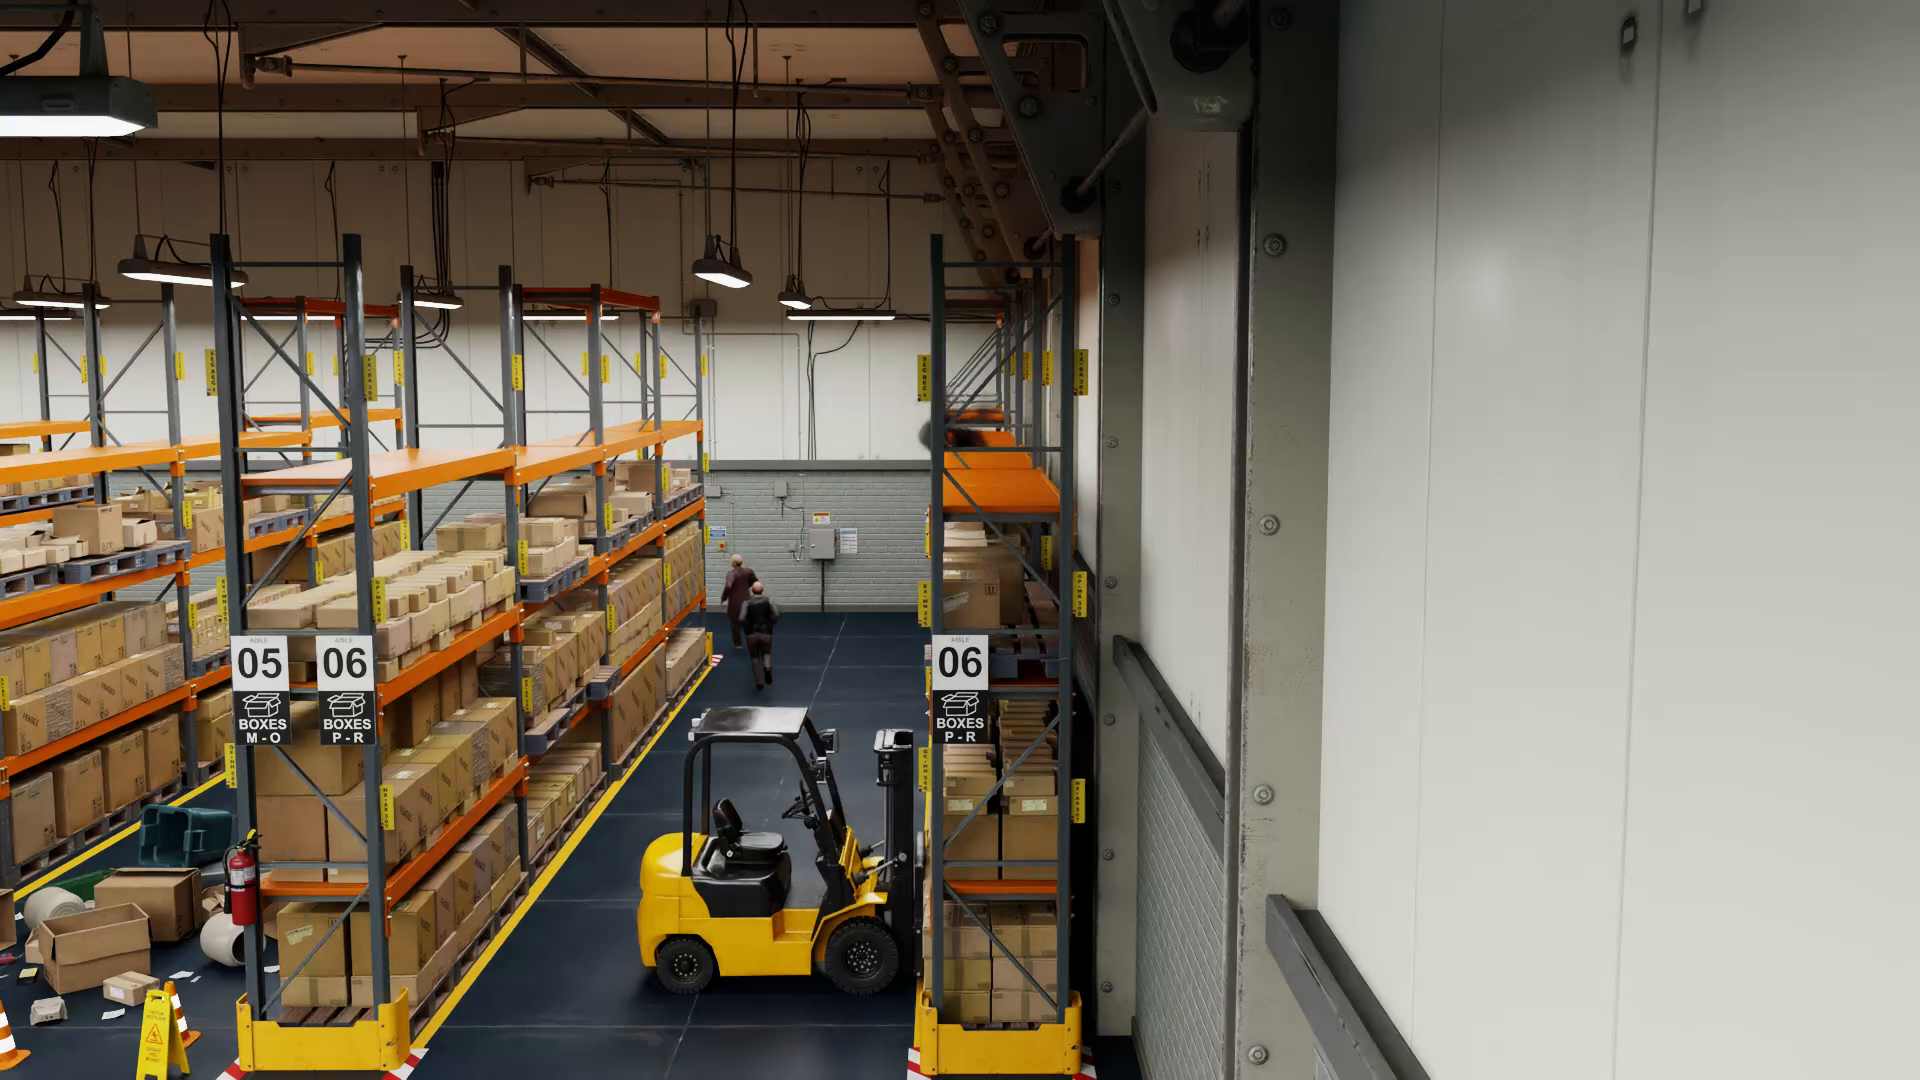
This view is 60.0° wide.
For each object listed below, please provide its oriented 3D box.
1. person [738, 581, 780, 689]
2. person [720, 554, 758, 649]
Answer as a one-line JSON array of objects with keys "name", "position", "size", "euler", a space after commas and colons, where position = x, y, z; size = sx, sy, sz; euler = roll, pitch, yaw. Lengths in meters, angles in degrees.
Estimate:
[{"name": "person", "position": [-3.133, 1.474, 25.882], "size": [0.646, 1.675, 0.579], "euler": [-2, 7, -14]}, {"name": "person", "position": [-3.885, 1.090, 28.961], "size": [0.768, 1.727, 0.987], "euler": [-4, 8, -35]}]
